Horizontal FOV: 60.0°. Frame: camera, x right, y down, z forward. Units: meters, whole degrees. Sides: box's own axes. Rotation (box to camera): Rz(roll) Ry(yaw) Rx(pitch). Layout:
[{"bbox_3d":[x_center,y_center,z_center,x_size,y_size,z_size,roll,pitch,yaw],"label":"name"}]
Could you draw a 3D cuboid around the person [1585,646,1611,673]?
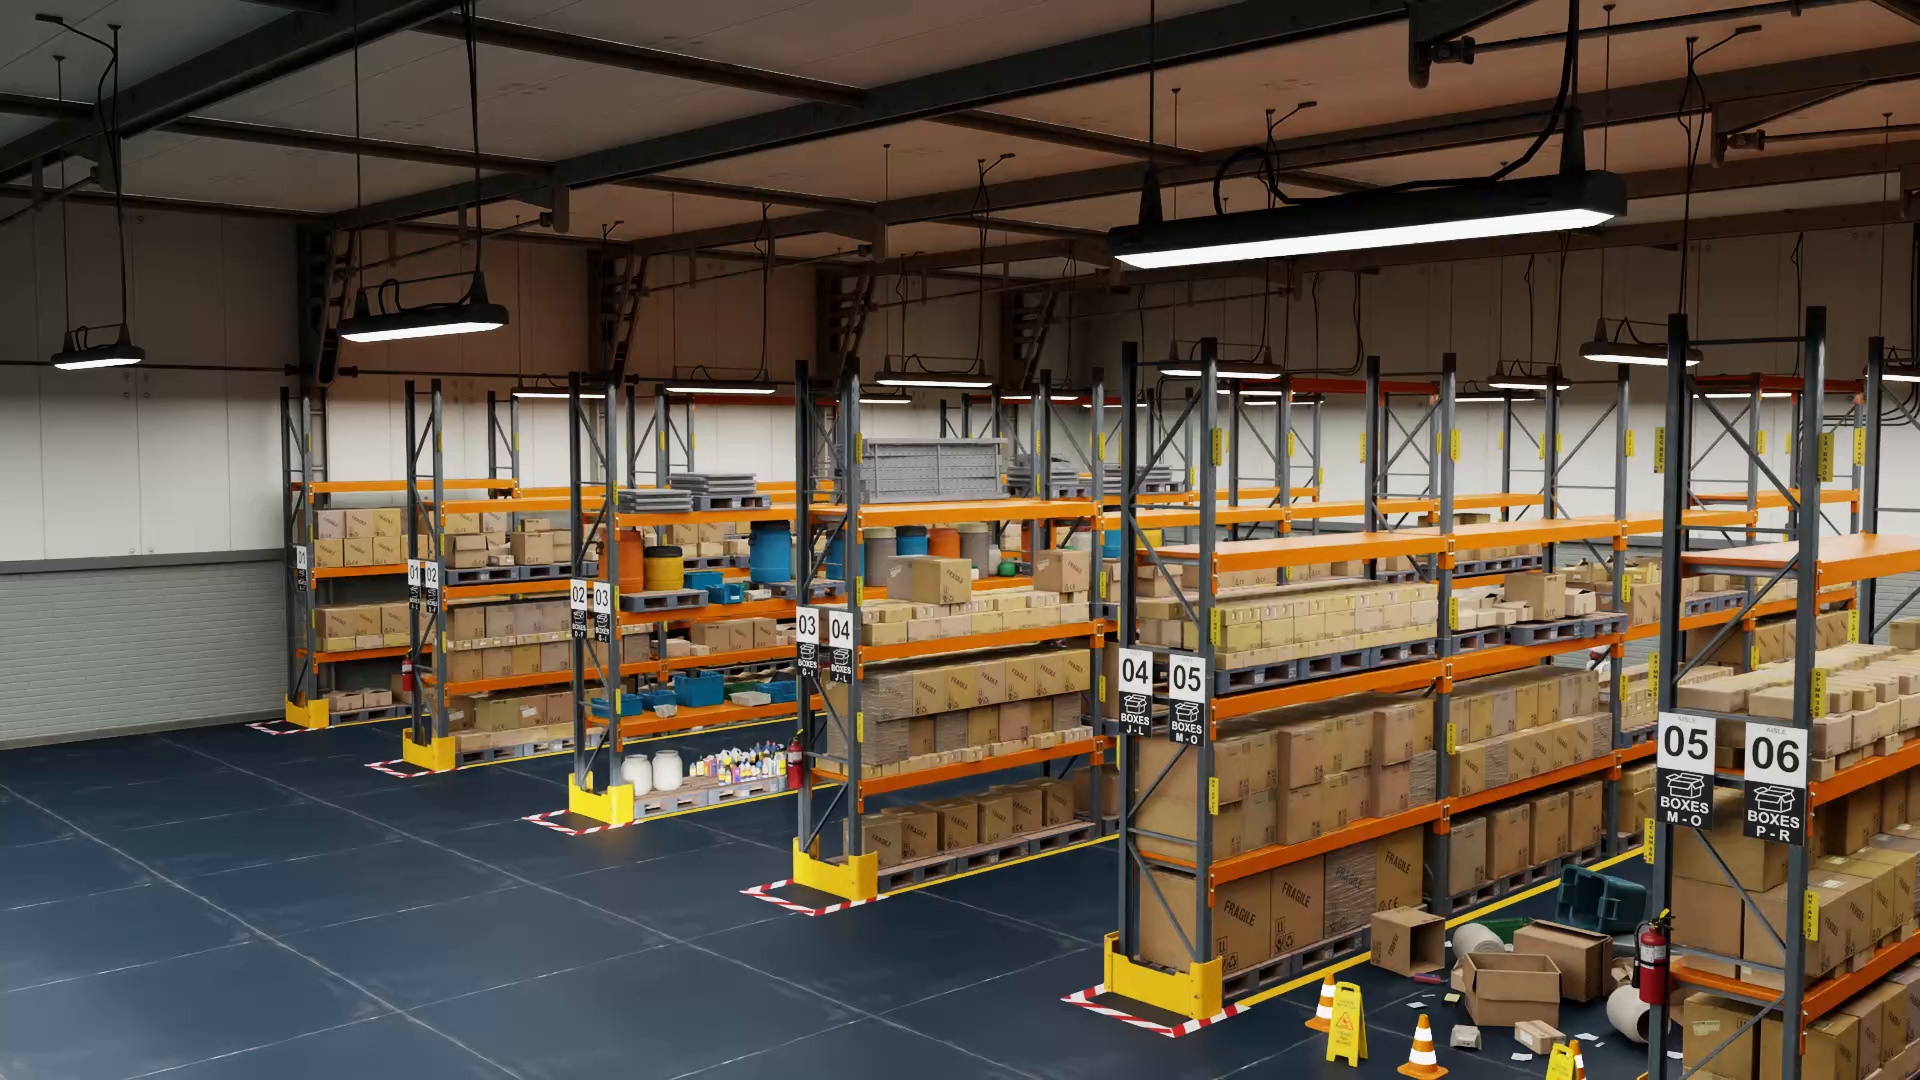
[{"bbox_3d":[10.334,2.552,27.014,0.503,1.733,1.046,4,5,45],"label":"person"}]
